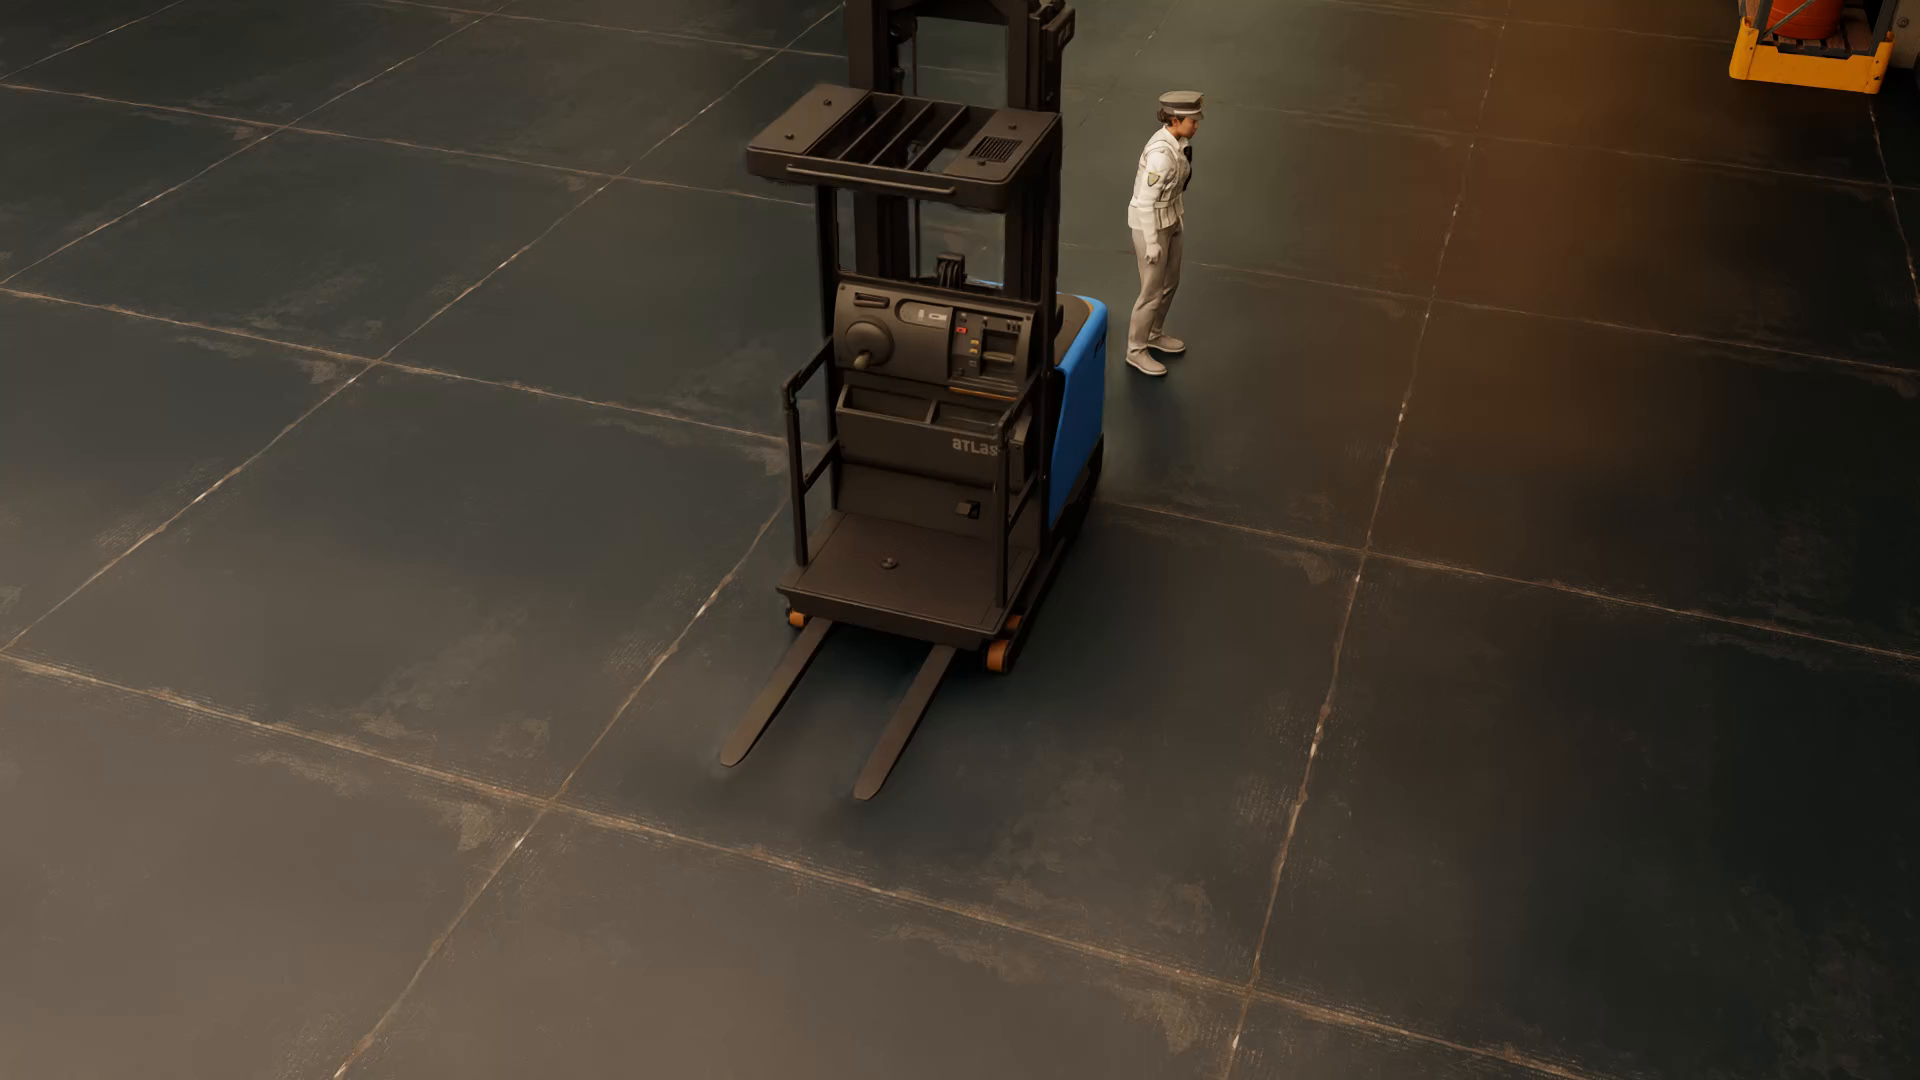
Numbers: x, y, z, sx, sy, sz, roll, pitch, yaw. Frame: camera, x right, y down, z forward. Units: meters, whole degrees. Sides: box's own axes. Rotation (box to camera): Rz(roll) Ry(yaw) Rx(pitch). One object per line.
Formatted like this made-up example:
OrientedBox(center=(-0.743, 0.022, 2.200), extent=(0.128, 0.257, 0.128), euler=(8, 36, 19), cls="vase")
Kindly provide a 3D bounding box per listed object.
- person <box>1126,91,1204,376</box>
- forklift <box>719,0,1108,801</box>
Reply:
OrientedBox(center=(1.188, -1.830, 9.791), extent=(0.374, 1.662, 0.542), euler=(16, 38, 21), cls="person")
OrientedBox(center=(-0.193, -0.844, 7.301), extent=(1.130, 2.935, 3.031), euler=(11, 37, 16), cls="forklift")
